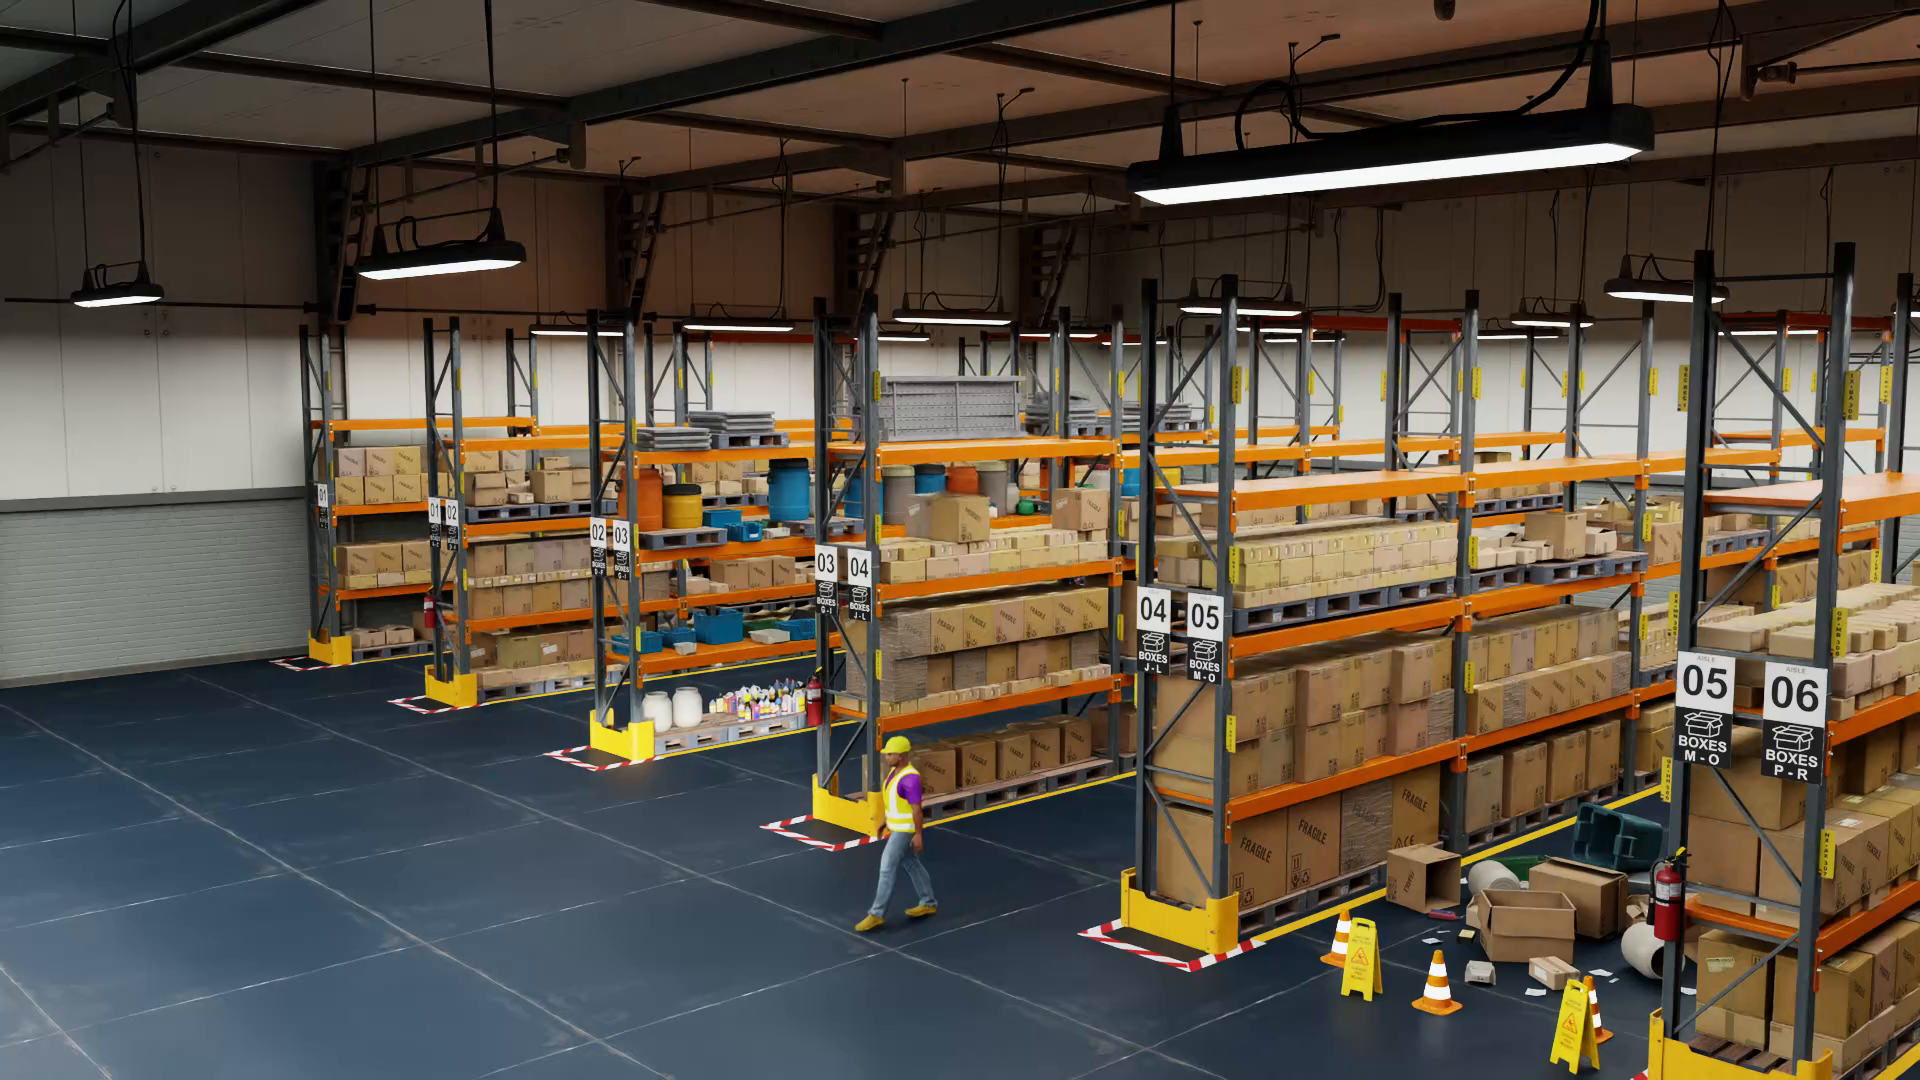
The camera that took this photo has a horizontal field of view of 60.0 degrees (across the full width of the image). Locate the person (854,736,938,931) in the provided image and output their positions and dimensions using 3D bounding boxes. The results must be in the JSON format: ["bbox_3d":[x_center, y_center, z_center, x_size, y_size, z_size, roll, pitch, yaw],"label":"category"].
[{"bbox_3d":[-0.615,2.707,15.617,0.849,1.739,0.606,-1,6,-12],"label":"person"}]

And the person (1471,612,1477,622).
[{"bbox_3d":[7.595,1.838,24.841,0.471,1.610,1.058,6,8,44],"label":"person"}]

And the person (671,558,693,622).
[{"bbox_3d":[-5.572,0.983,33.180,0.495,1.671,0.505,-2,6,-16],"label":"person"}]
